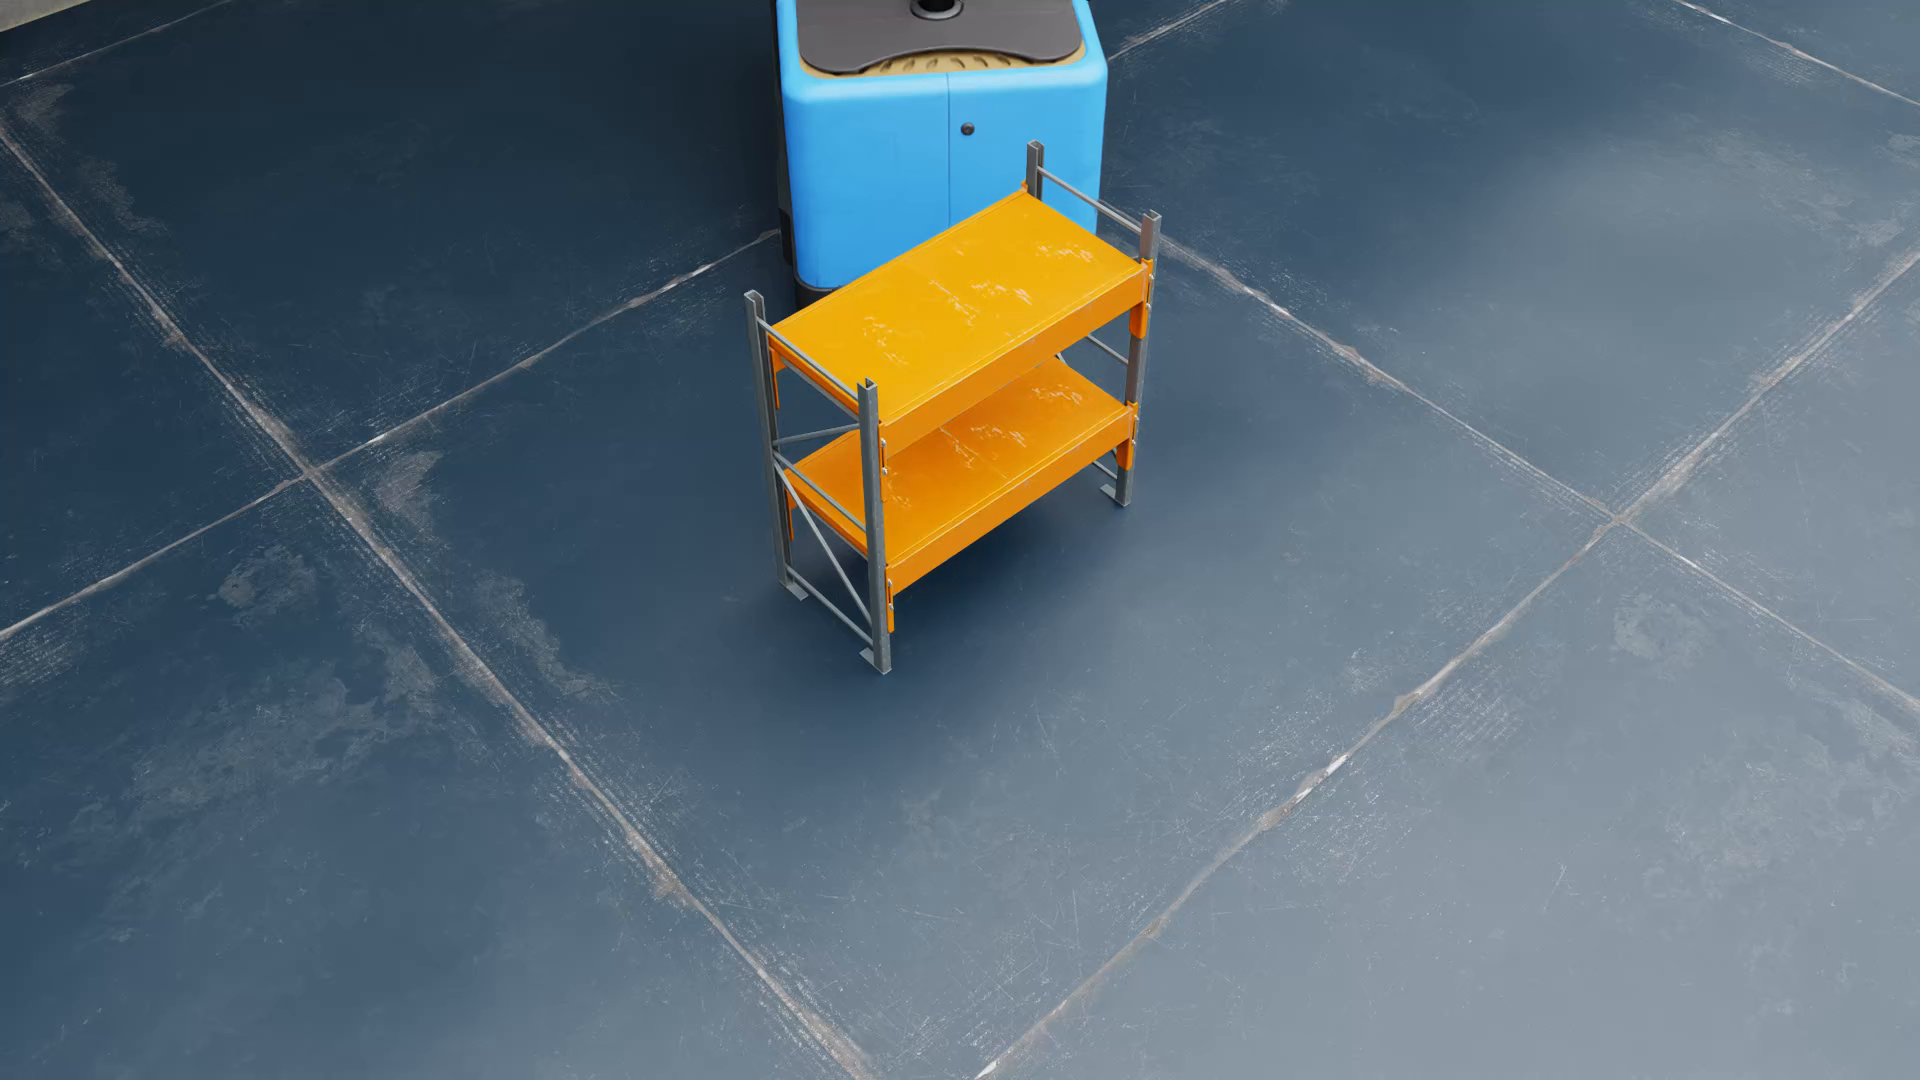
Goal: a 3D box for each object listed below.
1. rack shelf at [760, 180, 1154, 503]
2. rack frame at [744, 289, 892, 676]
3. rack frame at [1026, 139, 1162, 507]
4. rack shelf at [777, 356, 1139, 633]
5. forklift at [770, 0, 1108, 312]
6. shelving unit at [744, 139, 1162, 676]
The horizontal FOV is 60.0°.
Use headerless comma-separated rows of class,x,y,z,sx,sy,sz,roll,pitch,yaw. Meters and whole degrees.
rack shelf,-0.005,-0.577,4.618,1.000,0.278,0.538,-34,56,-27
rack frame,-0.381,-0.127,4.602,0.032,1.125,0.500,-34,56,-27
rack frame,0.371,-0.629,5.065,0.032,1.125,0.500,-34,56,-27
rack shelf,-0.005,-0.212,5.013,1.000,0.278,0.538,-34,56,-27
forklift,-0.195,-2.762,5.804,1.130,2.935,3.031,-5,47,-4
shelving unit,-0.005,-0.378,4.834,1.048,1.125,0.538,-34,56,-27
